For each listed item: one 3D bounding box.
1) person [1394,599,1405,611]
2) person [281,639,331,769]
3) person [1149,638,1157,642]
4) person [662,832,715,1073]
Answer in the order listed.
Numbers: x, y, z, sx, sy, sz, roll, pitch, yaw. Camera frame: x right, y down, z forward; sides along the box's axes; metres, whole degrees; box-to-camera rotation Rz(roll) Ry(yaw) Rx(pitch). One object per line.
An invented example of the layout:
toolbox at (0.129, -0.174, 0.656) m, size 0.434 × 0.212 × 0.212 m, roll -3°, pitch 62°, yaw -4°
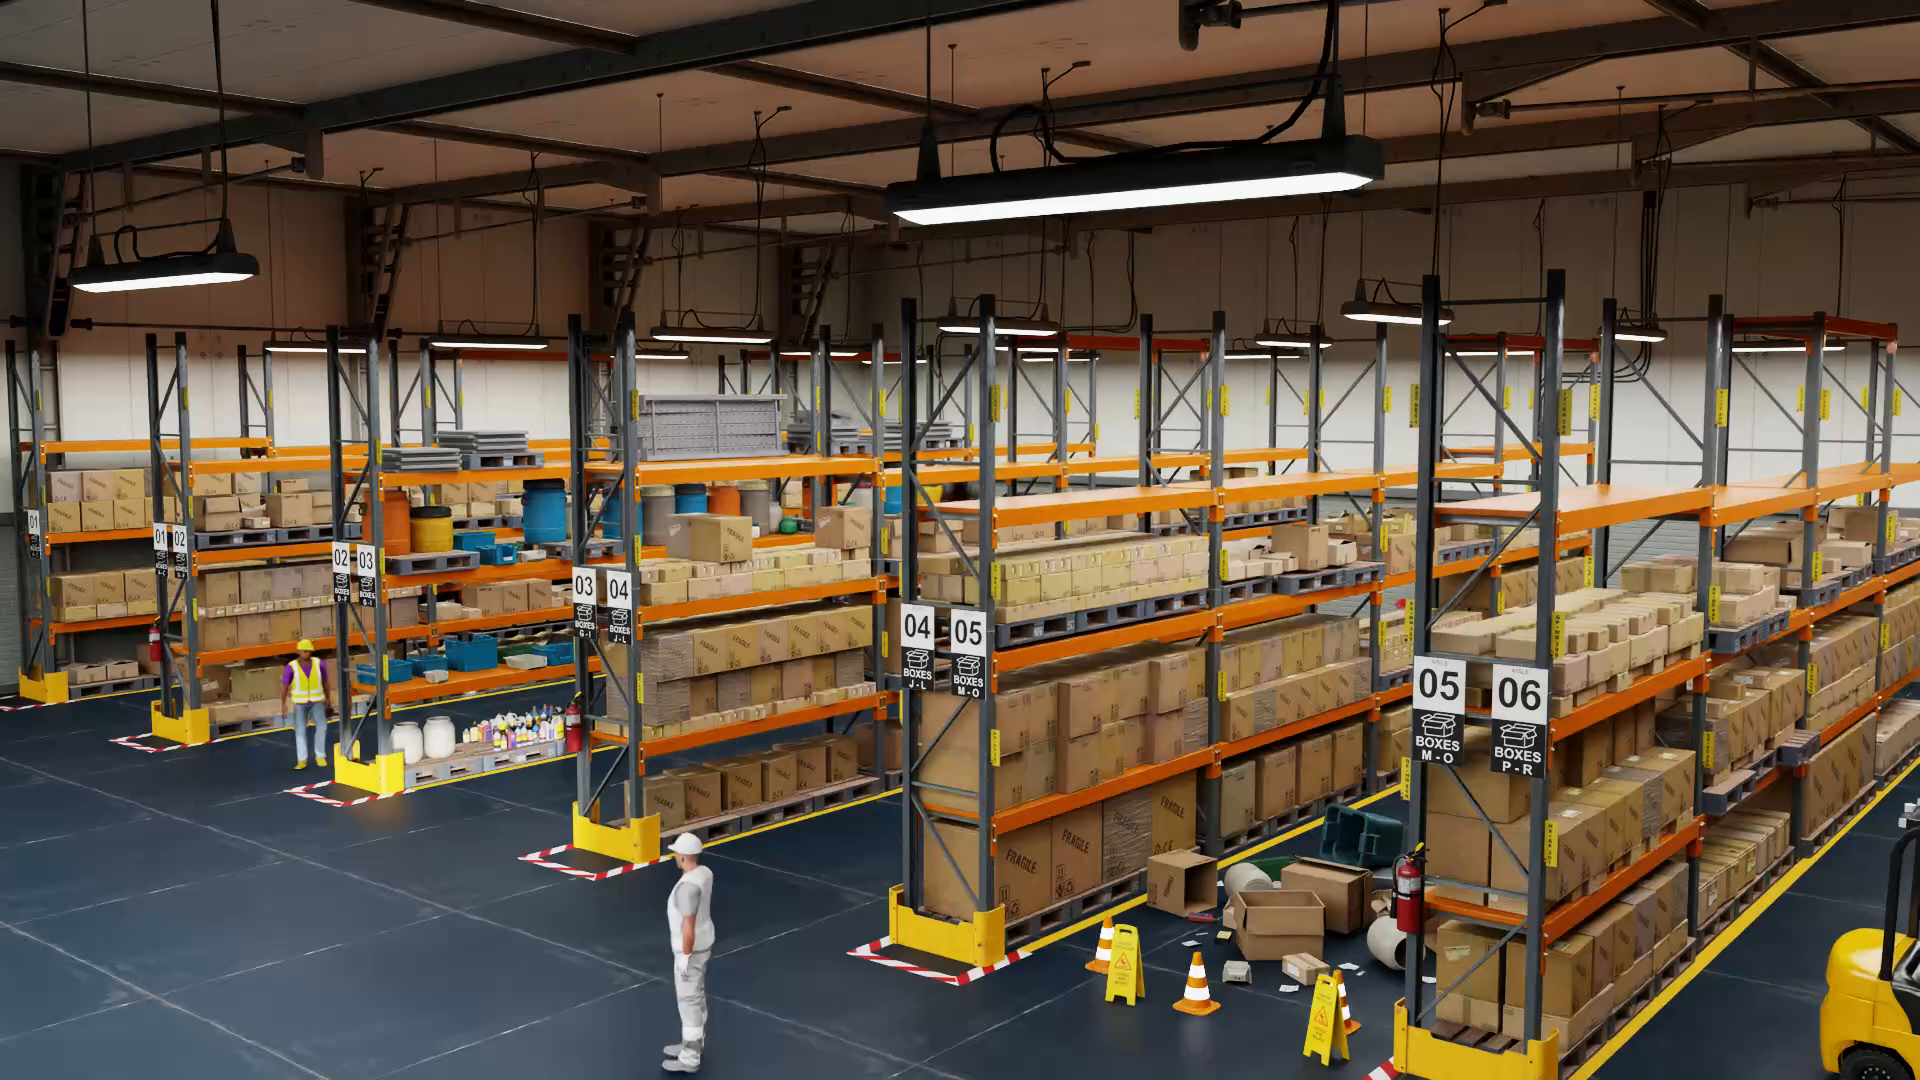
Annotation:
person at (7.160, 1.833, 27.115) m, size 0.548 × 1.728 × 1.060 m, roll 4°, pitch 6°, yaw 37°
person at (-8.969, 2.264, 22.828) m, size 0.651 × 1.818 × 0.403 m, roll -3°, pitch 6°, yaw -29°
person at (2.478, 2.079, 22.522) m, size 0.494 × 1.661 × 0.665 m, roll 4°, pitch 6°, yaw 35°
person at (-2.095, 3.121, 12.714) m, size 0.430 × 1.792 × 0.613 m, roll 0°, pitch 5°, yaw 3°
